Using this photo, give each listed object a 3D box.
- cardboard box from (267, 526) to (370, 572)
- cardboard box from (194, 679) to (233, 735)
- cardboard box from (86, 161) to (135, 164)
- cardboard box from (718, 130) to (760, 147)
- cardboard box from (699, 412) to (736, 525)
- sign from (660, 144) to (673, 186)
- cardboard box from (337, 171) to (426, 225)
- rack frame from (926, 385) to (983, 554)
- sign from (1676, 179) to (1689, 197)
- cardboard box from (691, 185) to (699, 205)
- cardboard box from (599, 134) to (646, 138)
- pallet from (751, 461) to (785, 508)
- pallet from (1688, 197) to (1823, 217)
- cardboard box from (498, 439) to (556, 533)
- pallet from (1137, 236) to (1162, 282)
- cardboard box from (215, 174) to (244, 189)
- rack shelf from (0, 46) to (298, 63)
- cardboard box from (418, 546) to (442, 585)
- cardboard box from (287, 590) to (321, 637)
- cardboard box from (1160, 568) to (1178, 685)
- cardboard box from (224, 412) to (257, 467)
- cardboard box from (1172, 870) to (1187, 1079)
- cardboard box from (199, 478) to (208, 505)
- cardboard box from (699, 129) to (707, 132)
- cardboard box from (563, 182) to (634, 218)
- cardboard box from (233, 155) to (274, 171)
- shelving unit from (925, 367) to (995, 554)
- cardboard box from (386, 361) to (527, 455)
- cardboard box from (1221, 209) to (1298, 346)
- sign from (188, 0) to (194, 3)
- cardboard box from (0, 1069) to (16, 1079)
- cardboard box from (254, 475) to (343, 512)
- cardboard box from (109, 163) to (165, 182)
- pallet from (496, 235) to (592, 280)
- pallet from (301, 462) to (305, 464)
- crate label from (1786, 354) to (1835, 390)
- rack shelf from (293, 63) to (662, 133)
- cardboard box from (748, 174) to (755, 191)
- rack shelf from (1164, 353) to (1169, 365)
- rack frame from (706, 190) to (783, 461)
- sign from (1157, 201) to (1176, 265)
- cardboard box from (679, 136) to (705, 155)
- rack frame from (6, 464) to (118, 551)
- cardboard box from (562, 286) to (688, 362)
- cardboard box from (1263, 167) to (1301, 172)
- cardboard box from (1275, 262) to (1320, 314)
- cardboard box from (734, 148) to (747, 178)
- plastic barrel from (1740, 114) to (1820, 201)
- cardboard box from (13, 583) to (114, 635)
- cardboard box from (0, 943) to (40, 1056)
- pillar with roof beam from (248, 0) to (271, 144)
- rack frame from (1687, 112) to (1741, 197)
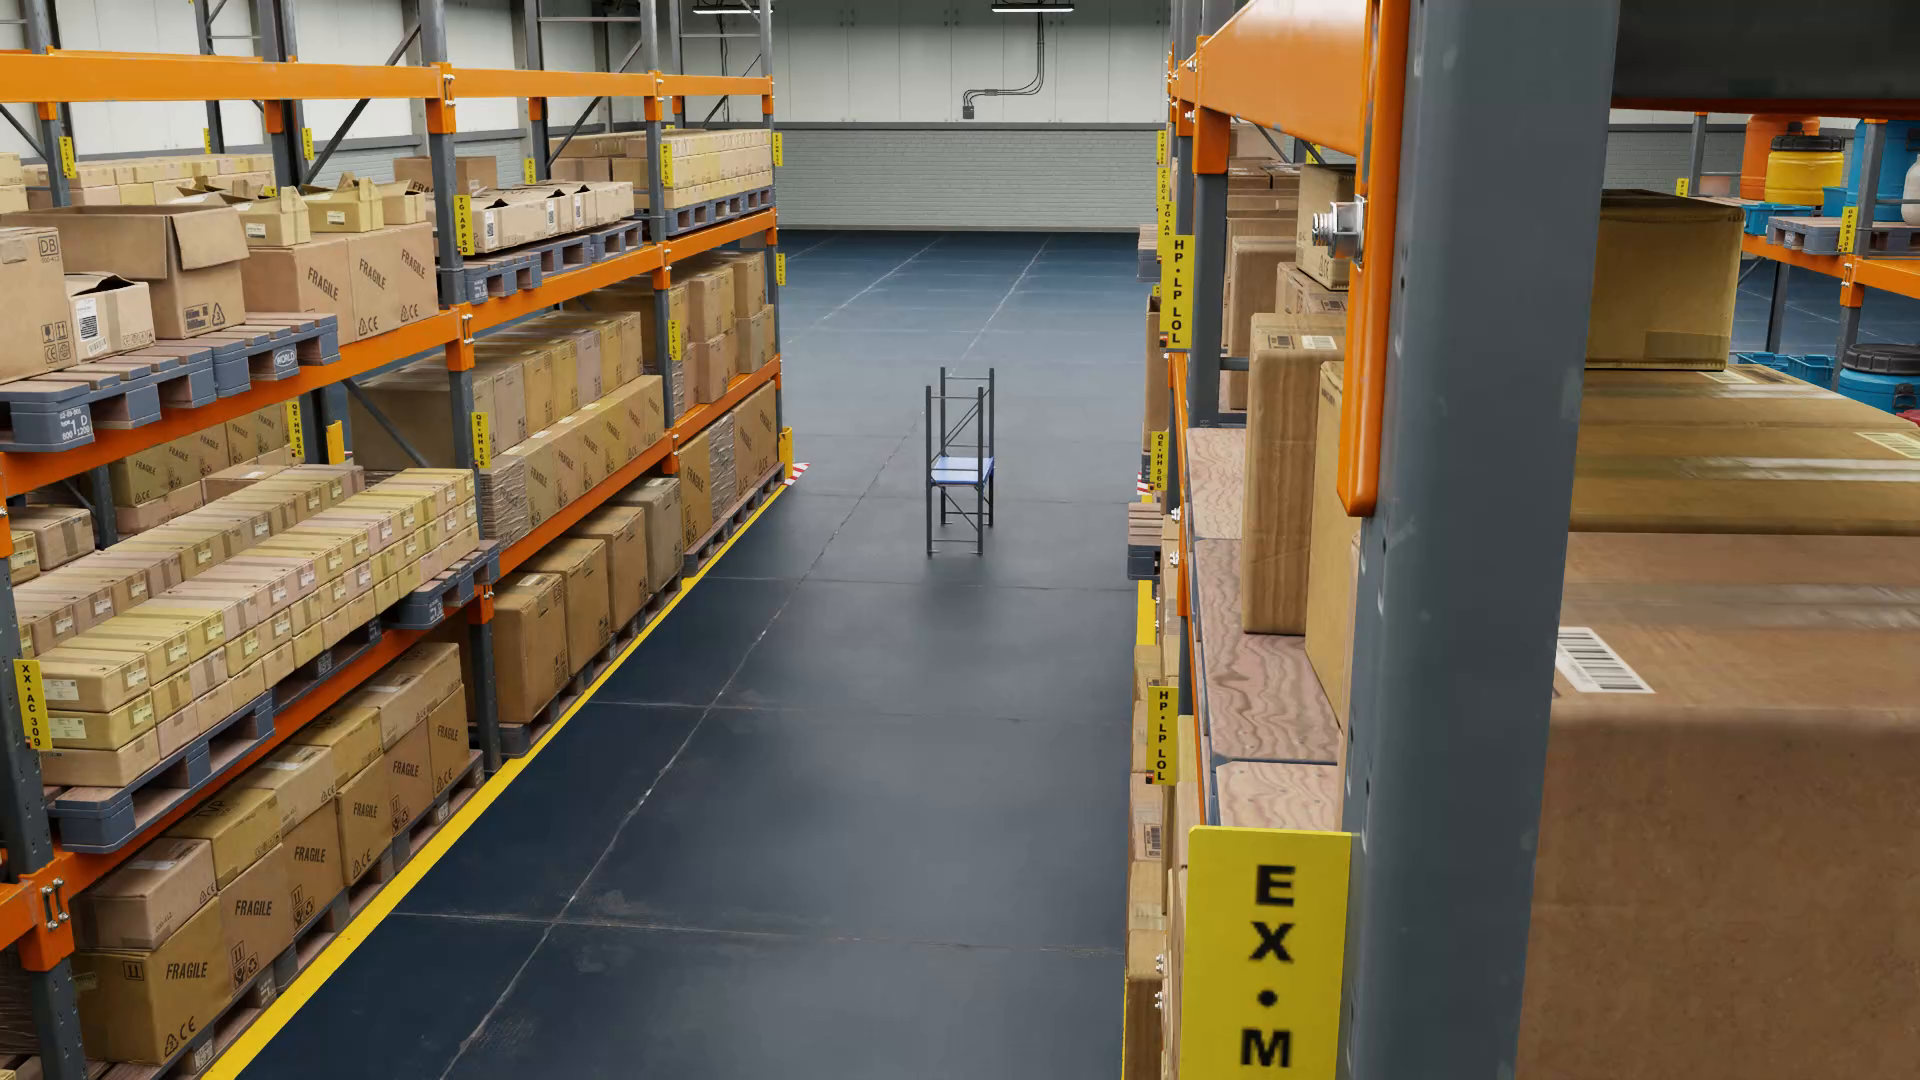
[{"bbox_3d":[-3.041,0.043,7.883,0.380,0.149,0.250,2,15,9],"label":"cardboard box"},{"bbox_3d":[-3.185,0.666,6.717,0.380,0.149,0.250,2,15,7],"label":"cardboard box"},{"bbox_3d":[-7.873,-3.427,15.384,0.380,0.149,0.250,2,15,7],"label":"cardboard box"},{"bbox_3d":[-2.150,-3.874,16.040,0.380,0.149,0.250,2,15,7],"label":"cardboard box"},{"bbox_3d":[-2.603,-0.674,15.262,0.875,0.875,0.875,2,15,7],"label":"cardboard box"},{"bbox_3d":[-2.301,-2.938,13.029,0.100,0.325,0.005,2,15,6],"label":"sign"},{"bbox_3d":[-3.081,-1.818,8.822,0.396,0.266,0.258,2,15,6],"label":"cardboard box"},{"bbox_3d":[-0.048,-0.614,14.648,0.500,1.500,0.032,2,15,6],"label":"rack frame"},{"bbox_3d":[6.902,-3.291,15.911,0.100,0.325,0.005,2,15,6],"label":"sign"},{"bbox_3d":[-2.406,-2.896,13.952,0.380,0.149,0.250,2,15,6],"label":"cardboard box"},{"bbox_3d":[-2.974,-3.496,14.644,0.380,0.149,0.250,2,15,6],"label":"cardboard box"},{"bbox_3d":[-2.403,-0.584,17.004,1.003,0.211,1.213,2,15,6],"label":"pallet"},{"bbox_3d":[7.257,-2.966,15.089,1.003,0.211,1.213,2,15,6],"label":"pallet"},{"bbox_3d":[-2.920,-0.353,10.619,0.500,0.500,0.500,2,15,6],"label":"cardboard box"},{"bbox_3d":[1.786,-1.861,10.999,1.213,0.211,1.003,2,15,6],"label":"pallet"},{"bbox_3d":[-7.222,-3.373,15.947,0.500,0.250,0.500,2,15,8],"label":"cardboard box"},{"bbox_3d":[-7.546,-4.288,15.251,1.077,0.370,4.000,2,15,6],"label":"rack shelf"},{"bbox_3d":[-2.950,0.126,8.713,0.380,0.149,0.250,2,15,7],"label":"cardboard box"},{"bbox_3d":[-3.100,0.319,7.432,0.380,0.149,0.250,1,15,5],"label":"cardboard box"},{"bbox_3d":[1.188,0.444,7.669,0.500,0.500,0.500,1,15,5],"label":"cardboard box"},{"bbox_3d":[-7.271,-1.015,16.283,0.500,0.500,0.500,1,15,5],"label":"cardboard box"},{"bbox_3d":[0.747,1.091,3.749,0.500,0.500,0.500,1,15,4],"label":"cardboard box"},{"bbox_3d":[-7.330,-0.519,15.884,0.500,0.250,0.500,1,15,6],"label":"cardboard box"},{"bbox_3d":[-2.744,-4.025,16.600,0.380,0.149,0.250,2,15,7],"label":"cardboard box"},{"bbox_3d":[-2.762,-2.541,12.444,0.500,0.250,0.500,2,15,7],"label":"cardboard box"},{"bbox_3d":[-7.132,-3.809,16.796,0.380,0.149,0.250,2,15,7],"label":"cardboard box"},{"bbox_3d":[0.010,-0.746,15.136,0.538,1.500,1.048,2,15,6],"label":"shelving unit"},{"bbox_3d":[-3.177,-0.843,10.514,0.700,0.500,0.500,1,15,5],"label":"cardboard box"},{"bbox_3d":[1.415,-1.062,6.684,0.797,0.503,0.637,1,15,5],"label":"cardboard box"},{"bbox_3d":[-7.859,-5.660,17.002,0.100,0.325,0.005,2,15,6],"label":"sign"},{"bbox_3d":[-3.526,1.959,5.776,0.380,0.149,0.250,2,15,8],"label":"cardboard box"},{"bbox_3d":[-3.565,-0.249,8.963,0.380,0.149,0.250,1,15,5],"label":"cardboard box"},{"bbox_3d":[-7.339,-3.275,14.823,0.380,0.149,0.250,1,15,4],"label":"cardboard box"},{"bbox_3d":[-3.150,-1.880,11.072,1.003,0.211,1.213,2,15,9],"label":"pallet"},{"bbox_3d":[-7.456,-0.684,17.374,1.003,0.211,1.213,2,15,6],"label":"pallet"},{"bbox_3d":[7.509,-1.353,14.440,0.502,0.435,0.616,2,15,6],"label":"crate label"},{"bbox_3d":[-3.067,-2.939,11.024,1.077,0.370,4.000,2,15,6],"label":"rack shelf"},{"bbox_3d":[-2.178,-3.424,15.903,0.380,0.149,0.250,2,15,7],"label":"cardboard box"},{"bbox_3d":[1.850,-1.512,10.726,1.077,0.370,4.000,2,15,6],"label":"rack shelf"},{"bbox_3d":[-2.390,-2.140,17.416,1.000,3.000,0.127,2,15,6],"label":"rack frame"},{"bbox_3d":[1.085,-1.606,8.707,0.100,0.325,0.005,2,15,6],"label":"sign"},{"bbox_3d":[-2.378,-3.347,14.092,0.380,0.149,0.250,1,15,5],"label":"cardboard box"},{"bbox_3d":[-7.772,-1.222,14.021,1.000,3.000,0.127,2,15,6],"label":"rack frame"},{"bbox_3d":[-2.766,-1.790,13.769,0.875,0.550,0.550,2,15,6],"label":"cardboard box"},{"bbox_3d":[1.993,-1.876,9.544,0.500,0.500,0.500,2,15,7],"label":"cardboard box"},{"bbox_3d":[1.144,-0.397,4.039,0.700,0.500,0.500,1,15,3],"label":"cardboard box"},{"bbox_3d":[-2.283,-3.515,15.476,0.500,0.250,0.500,2,15,6],"label":"cardboard box"},{"bbox_3d":[7.519,-3.550,15.257,0.600,0.830,0.708,2,15,6],"label":"plastic barrel"},{"bbox_3d":[-3.803,0.290,6.970,0.380,0.149,0.250,2,15,6],"label":"cardboard box"},{"bbox_3d":[-3.911,1.777,6.915,0.500,0.500,0.500,1,15,5],"label":"cardboard box"},{"bbox_3d":[-7.595,-8.132,28.084,9.100,9.000,0.400,2,15,6],"label":"pillar with roof beam"},{"bbox_3d":[7.448,-4.717,15.456,1.000,3.000,0.127,2,15,6],"label":"rack frame"}]
